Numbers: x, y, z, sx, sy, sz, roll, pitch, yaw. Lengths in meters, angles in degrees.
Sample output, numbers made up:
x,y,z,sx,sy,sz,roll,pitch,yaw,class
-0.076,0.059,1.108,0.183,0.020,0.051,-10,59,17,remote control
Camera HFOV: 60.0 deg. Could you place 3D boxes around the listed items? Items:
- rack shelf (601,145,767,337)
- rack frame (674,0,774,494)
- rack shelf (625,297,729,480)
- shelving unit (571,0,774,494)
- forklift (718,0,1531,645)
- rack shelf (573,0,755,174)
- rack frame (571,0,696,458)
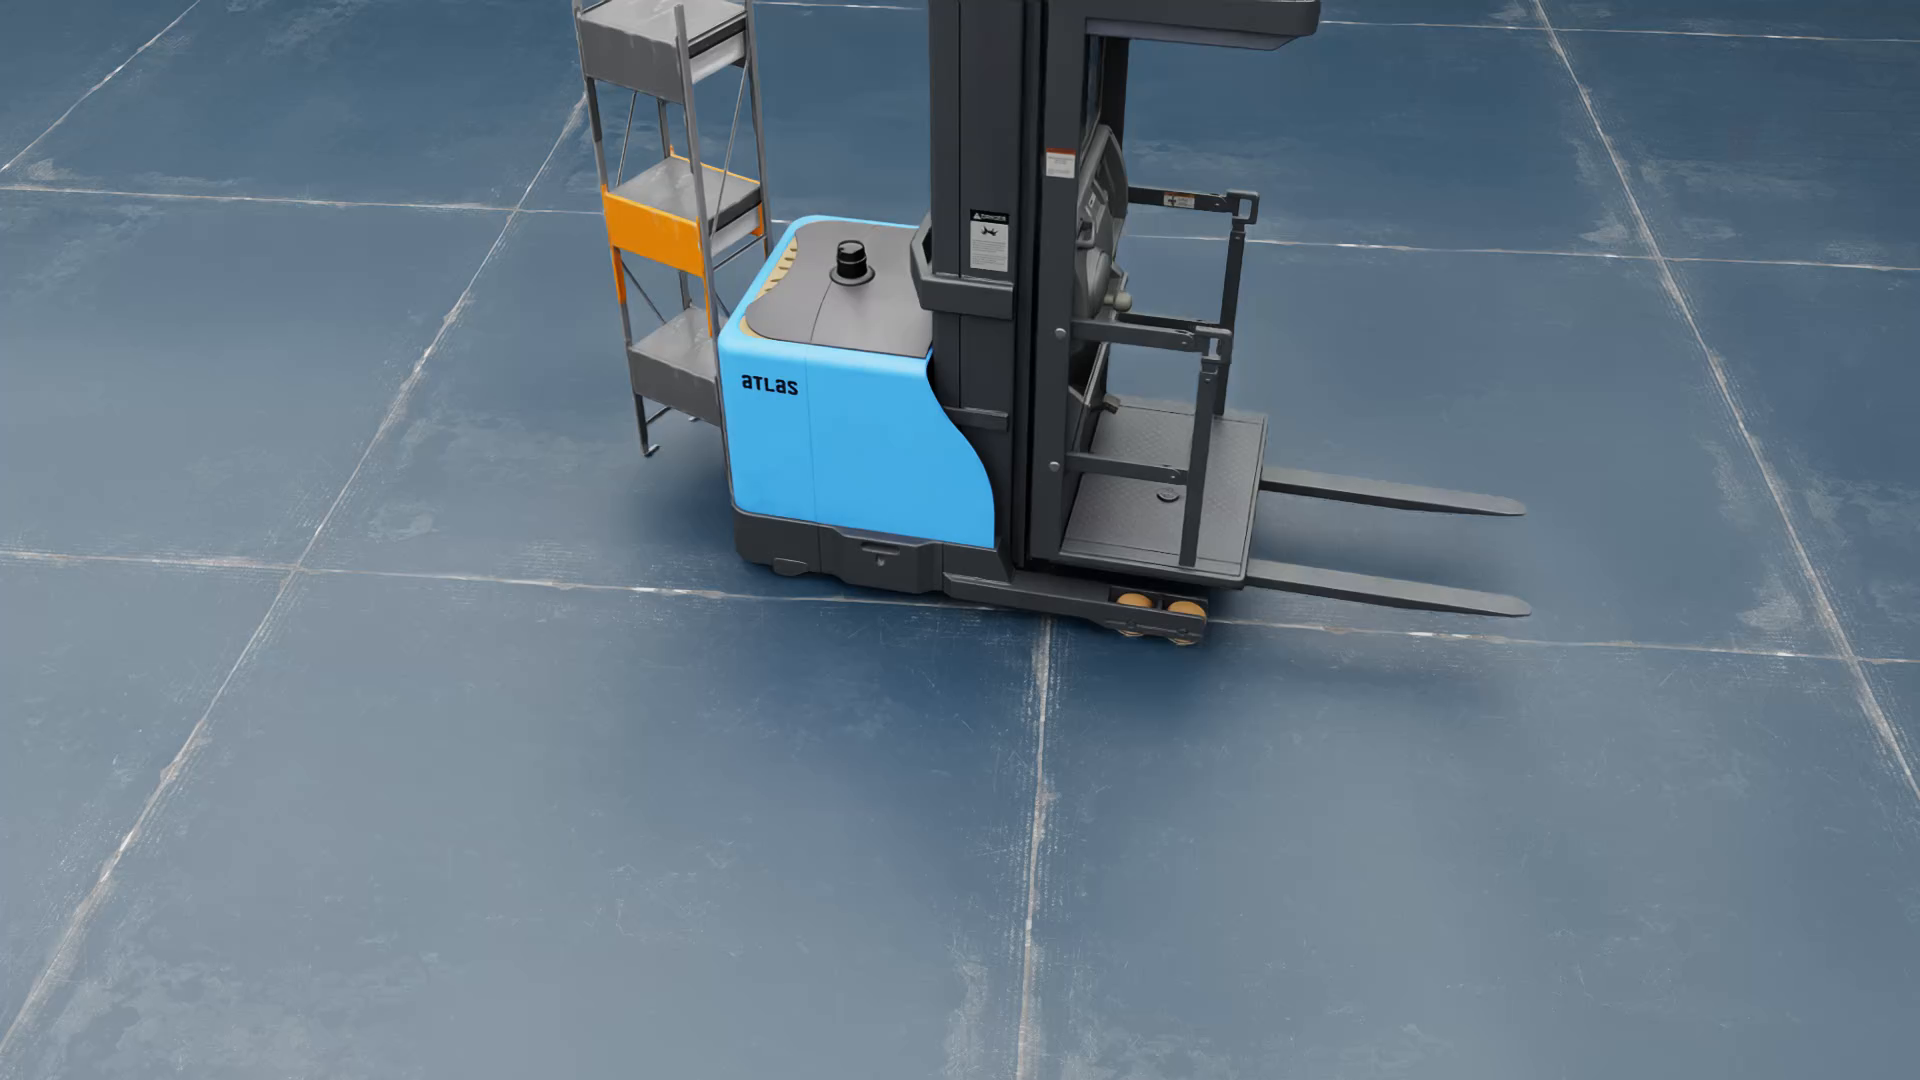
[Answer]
x,y,z,sx,sy,sz,roll,pitch,yaw,class
-1.060,-1.183,6.559,0.480,0.518,0.431,22,44,25,rack shelf
-0.856,-1.109,6.447,0.015,2.100,0.400,22,44,25,rack frame
-1.058,-0.642,7.004,0.480,0.518,0.431,22,44,25,rack shelf
-1.060,-1.193,6.550,0.503,2.100,0.431,22,44,25,shelving unit
0.683,-1.113,5.795,3.031,2.935,1.130,8,40,10,forklift
-1.063,-1.723,6.114,0.480,0.518,0.431,22,44,25,rack shelf
-1.265,-1.277,6.653,0.015,2.100,0.400,22,44,25,rack frame
